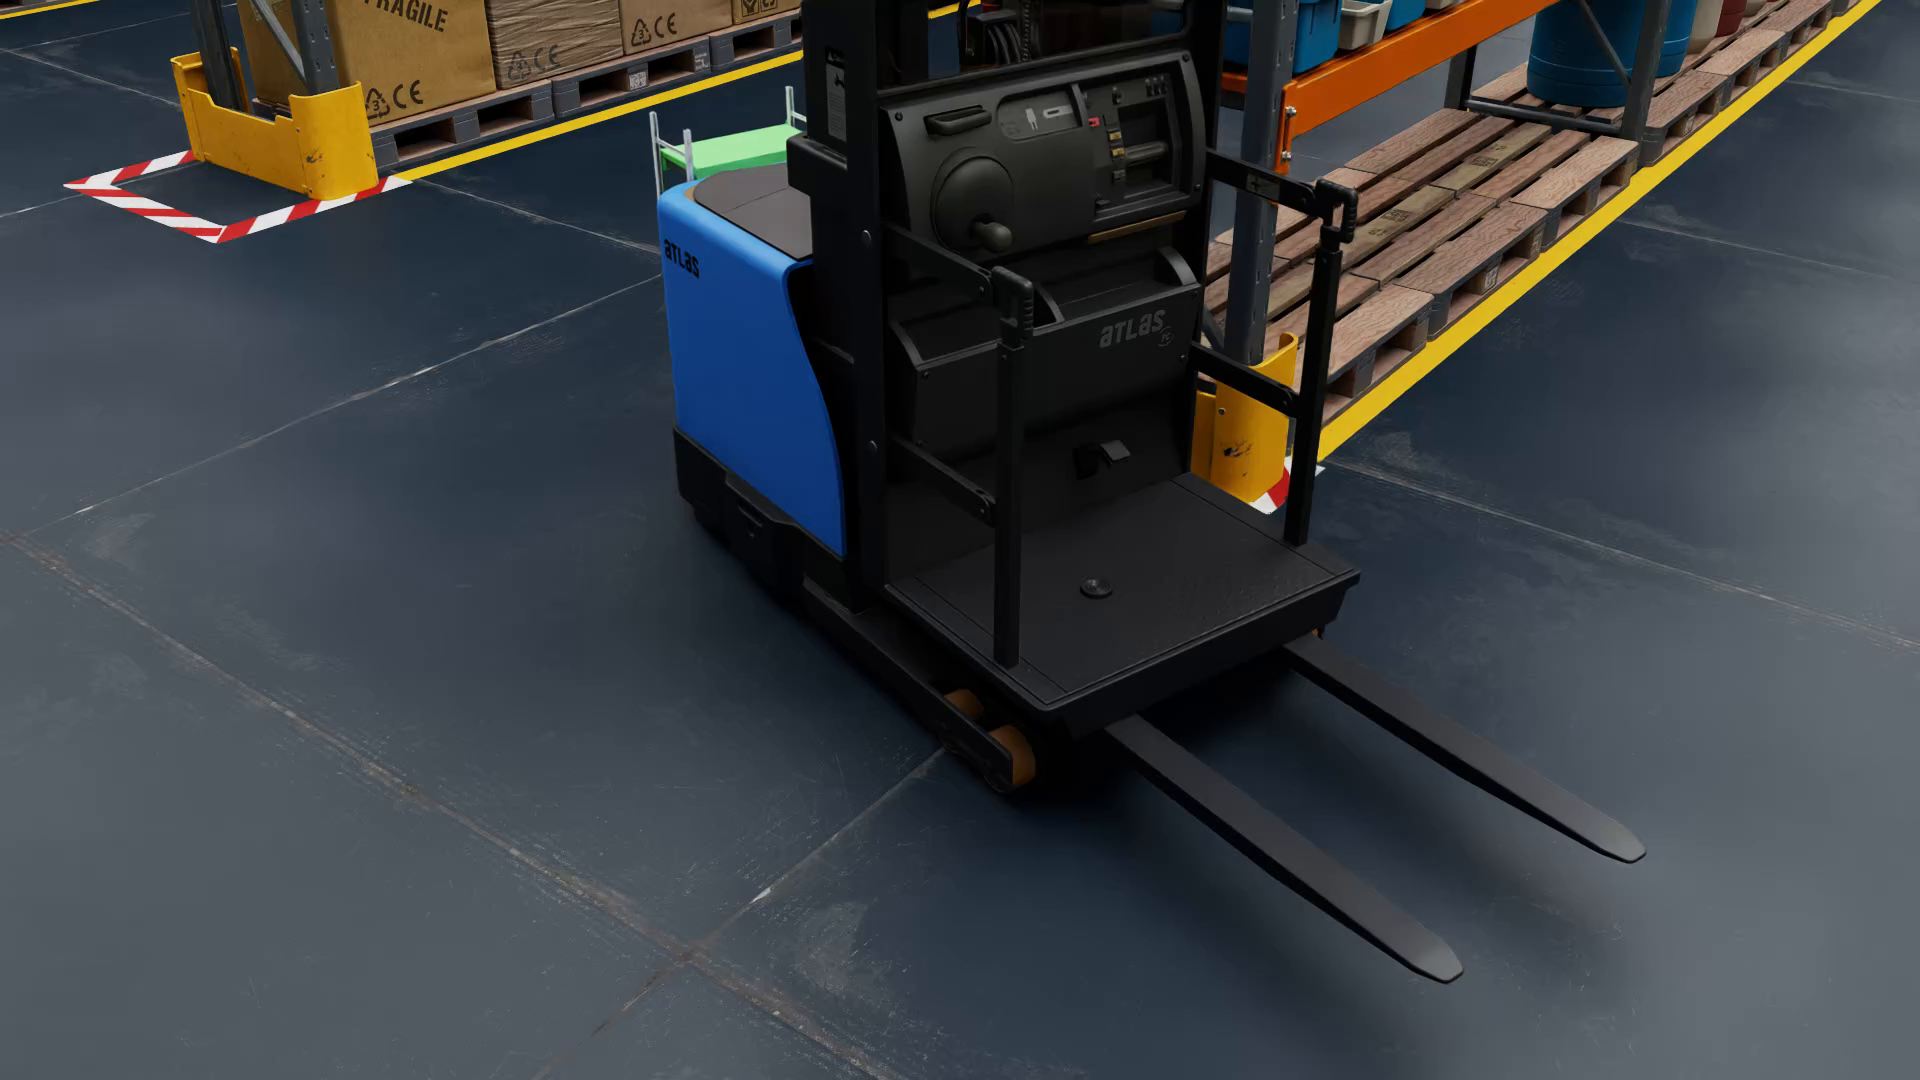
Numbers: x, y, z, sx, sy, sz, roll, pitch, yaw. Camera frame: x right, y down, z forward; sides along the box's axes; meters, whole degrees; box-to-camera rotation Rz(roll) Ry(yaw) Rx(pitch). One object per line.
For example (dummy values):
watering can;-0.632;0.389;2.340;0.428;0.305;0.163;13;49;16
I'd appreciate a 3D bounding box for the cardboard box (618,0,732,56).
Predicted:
cardboard box;-1.987;-3.450;9.802;0.875;0.875;0.875;21;37;31

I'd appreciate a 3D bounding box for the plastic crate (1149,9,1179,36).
plastic crate;0.606;-1.878;5.382;0.616;0.435;0.499;21;37;31

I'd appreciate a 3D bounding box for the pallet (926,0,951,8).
pallet;-0.576;-3.930;11.675;1.003;0.211;1.213;21;37;31

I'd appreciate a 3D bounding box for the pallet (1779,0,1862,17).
pallet;5.880;-3.998;11.789;1.003;0.211;1.213;21;37;31

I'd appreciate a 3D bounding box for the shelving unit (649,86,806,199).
shelving unit;-0.683;-0.825;5.466;0.503;1.200;0.258;-21;36;-31

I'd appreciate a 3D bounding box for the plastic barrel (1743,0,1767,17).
plastic barrel;4.830;-3.544;10.316;0.421;0.512;0.421;0;31;0

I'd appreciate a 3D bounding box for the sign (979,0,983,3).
sign;0.104;-1.876;5.313;0.100;0.325;0.005;21;37;31

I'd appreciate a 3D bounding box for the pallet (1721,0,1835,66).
pallet;4.939;-3.362;10.715;1.003;0.211;1.213;21;37;31

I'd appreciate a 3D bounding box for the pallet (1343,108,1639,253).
pallet;2.554;-1.758;8.010;1.003;0.211;1.213;21;37;31

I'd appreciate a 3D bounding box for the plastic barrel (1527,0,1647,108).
plastic barrel;3.309;-2.763;8.616;0.600;0.901;0.708;21;37;31

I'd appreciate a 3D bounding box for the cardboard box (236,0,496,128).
cardboard box;-3.074;-2.719;8.567;0.875;0.875;0.875;21;37;31

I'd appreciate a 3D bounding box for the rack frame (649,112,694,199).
rack frame;-0.880;-0.752;5.342;0.015;1.200;0.240;-21;36;-31

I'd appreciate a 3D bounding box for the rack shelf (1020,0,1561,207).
rack shelf;1.760;-2.146;6.635;1.077;0.370;4.000;21;37;31

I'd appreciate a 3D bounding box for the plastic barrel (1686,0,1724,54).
plastic barrel;4.148;-3.085;9.541;0.421;0.512;0.421;0;31;0

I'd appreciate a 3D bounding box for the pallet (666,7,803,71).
pallet;-1.503;-3.308;10.626;1.003;0.211;1.213;21;37;31

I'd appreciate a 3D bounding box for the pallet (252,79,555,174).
pallet;-2.976;-2.317;8.952;1.003;0.211;1.213;21;37;31

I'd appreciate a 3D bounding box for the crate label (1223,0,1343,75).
crate label;0.964;-1.596;5.106;0.416;0.233;0.303;21;37;31

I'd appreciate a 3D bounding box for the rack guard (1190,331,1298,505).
rack guard;0.548;-0.554;5.694;1.175;0.500;0.348;21;37;31

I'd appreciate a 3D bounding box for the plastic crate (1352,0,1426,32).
plastic crate;1.361;-1.863;5.557;0.416;0.233;0.300;21;37;31

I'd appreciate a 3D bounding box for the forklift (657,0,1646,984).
forklift;0.357;-0.910;3.910;1.130;2.935;3.031;-20;36;-30

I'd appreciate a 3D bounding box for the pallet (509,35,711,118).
pallet;-2.239;-2.810;9.785;1.003;0.211;1.213;21;37;31

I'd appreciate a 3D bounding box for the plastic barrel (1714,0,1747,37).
plastic barrel;4.418;-3.375;9.956;0.600;0.588;0.708;21;37;31

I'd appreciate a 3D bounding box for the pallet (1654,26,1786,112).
pallet;4.202;-2.868;9.882;1.003;0.211;1.213;21;37;31

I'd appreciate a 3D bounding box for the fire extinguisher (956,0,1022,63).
fire extinguisher;0.099;-1.528;5.327;0.296;0.674;0.183;21;37;31

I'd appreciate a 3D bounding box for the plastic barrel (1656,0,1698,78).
plastic barrel;3.736;-3.050;9.101;0.600;0.901;0.708;21;37;31

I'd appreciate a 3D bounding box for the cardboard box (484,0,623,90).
cardboard box;-2.525;-3.088;9.191;0.875;0.875;0.875;21;37;31

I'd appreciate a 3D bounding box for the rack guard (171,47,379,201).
rack guard;-3.411;-2.082;8.273;1.175;0.500;0.348;21;37;31

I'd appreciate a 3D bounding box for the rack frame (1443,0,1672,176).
rack frame;2.967;-3.269;7.823;1.000;3.000;0.127;21;37;31

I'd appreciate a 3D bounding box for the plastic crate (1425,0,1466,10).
plastic crate;1.633;-1.935;5.773;0.250;0.136;0.298;21;37;31

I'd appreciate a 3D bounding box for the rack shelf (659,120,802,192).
rack shelf;-0.683;-1.183;5.254;0.480;0.148;0.258;-21;36;-31

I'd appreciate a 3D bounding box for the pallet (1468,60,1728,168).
pallet;3.466;-2.370;9.042;1.003;0.211;1.213;21;37;31

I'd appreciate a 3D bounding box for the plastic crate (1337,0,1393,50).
plastic crate;1.223;-1.659;5.307;0.250;0.136;0.298;21;37;31

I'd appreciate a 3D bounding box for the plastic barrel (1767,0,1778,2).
plastic barrel;5.100;-3.938;10.669;0.600;0.830;0.708;21;37;31

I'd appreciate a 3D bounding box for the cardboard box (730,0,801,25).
cardboard box;-1.444;-3.816;10.419;0.875;0.875;0.875;21;37;31

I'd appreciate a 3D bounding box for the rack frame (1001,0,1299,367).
rack frame;0.552;-1.643;5.080;1.000;3.000;0.127;21;37;31

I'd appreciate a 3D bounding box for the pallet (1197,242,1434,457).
pallet;1.081;-0.767;6.336;1.003;0.211;1.213;21;37;31

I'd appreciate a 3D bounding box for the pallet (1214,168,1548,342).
pallet;1.818;-1.260;7.170;1.003;0.211;1.213;21;37;31

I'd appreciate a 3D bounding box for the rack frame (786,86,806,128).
rack frame;-0.486;-0.899;5.590;0.015;1.200;0.240;-21;36;-31

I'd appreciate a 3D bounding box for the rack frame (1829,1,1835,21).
rack frame;5.381;-4.895;10.567;1.000;3.000;0.127;21;37;31

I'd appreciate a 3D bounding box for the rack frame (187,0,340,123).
rack frame;-3.396;-3.167;7.652;1.000;3.000;0.127;21;37;31
